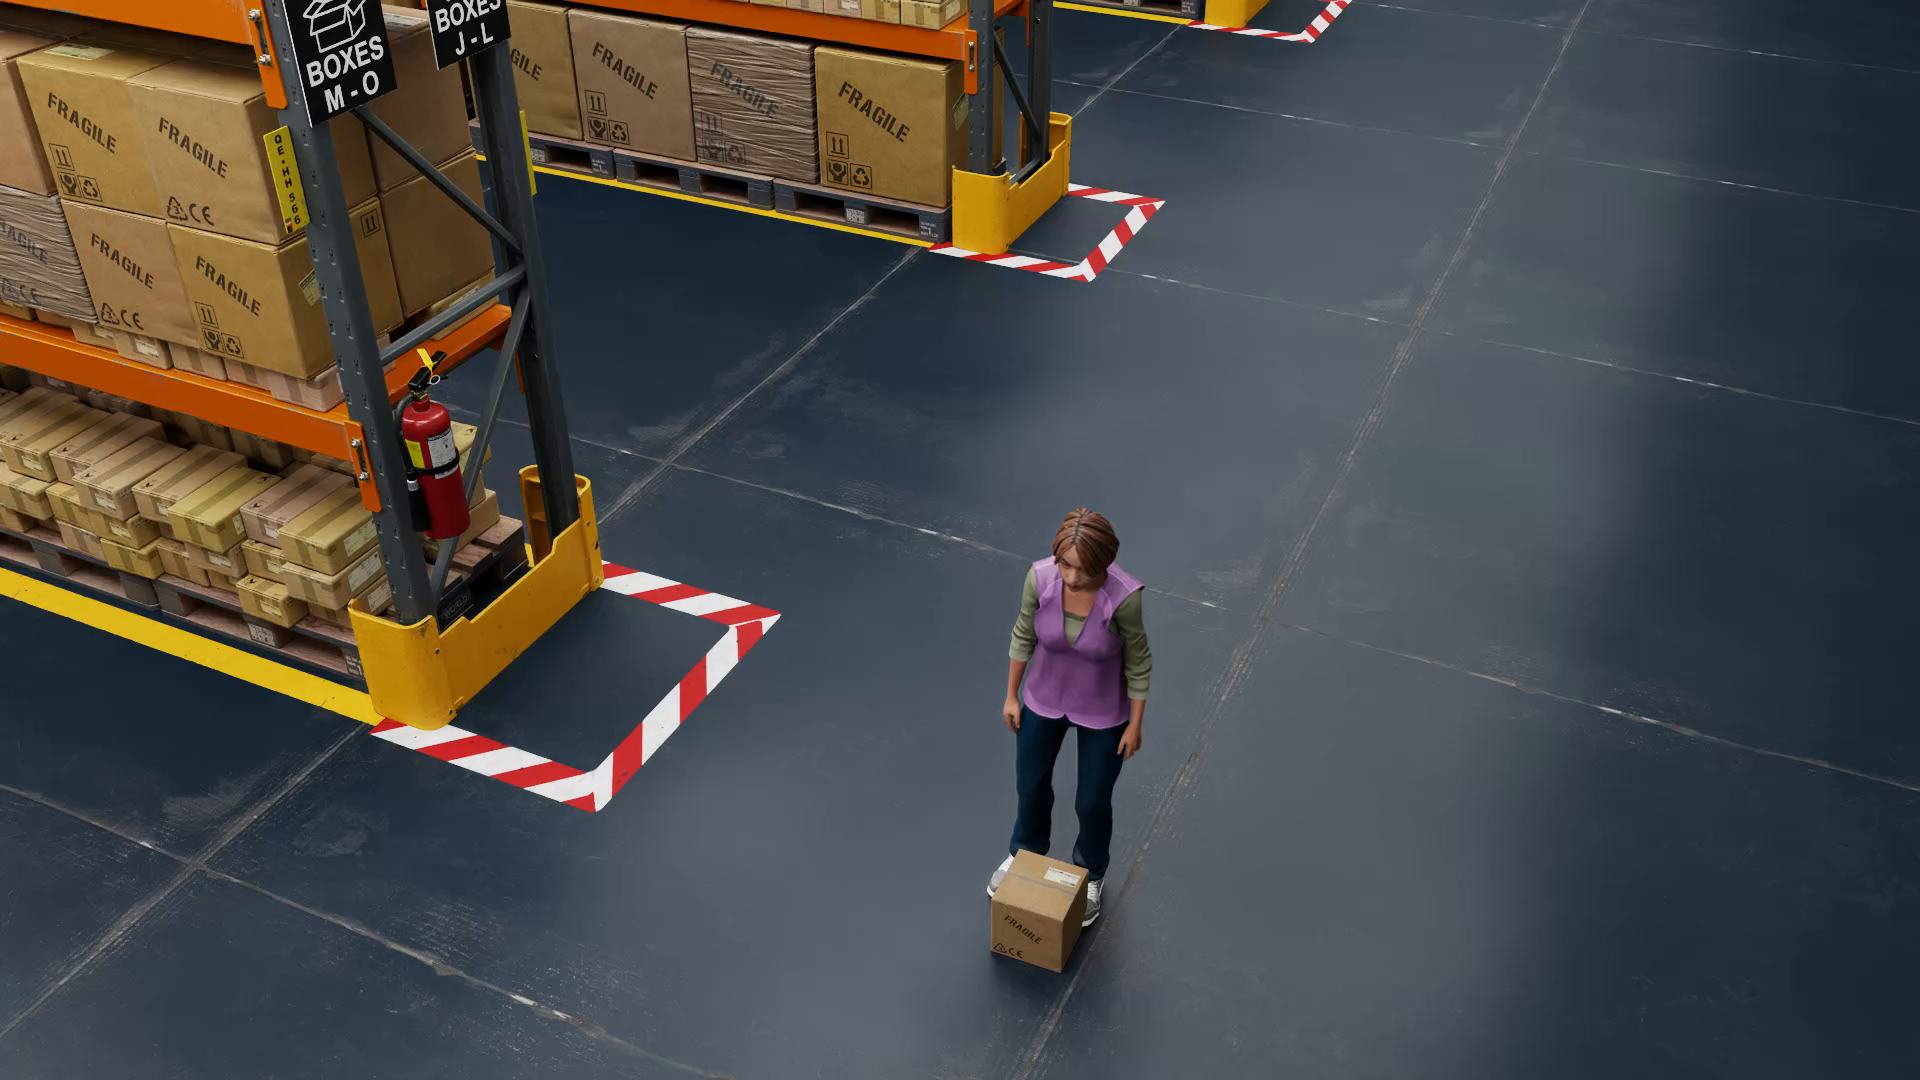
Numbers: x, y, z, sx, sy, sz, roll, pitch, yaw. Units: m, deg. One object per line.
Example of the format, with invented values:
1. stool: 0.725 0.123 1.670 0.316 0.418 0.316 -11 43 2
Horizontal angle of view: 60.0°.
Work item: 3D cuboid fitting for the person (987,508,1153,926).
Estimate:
1. person: 0.363 0.551 5.340 0.485 1.593 0.345 12 36 18
